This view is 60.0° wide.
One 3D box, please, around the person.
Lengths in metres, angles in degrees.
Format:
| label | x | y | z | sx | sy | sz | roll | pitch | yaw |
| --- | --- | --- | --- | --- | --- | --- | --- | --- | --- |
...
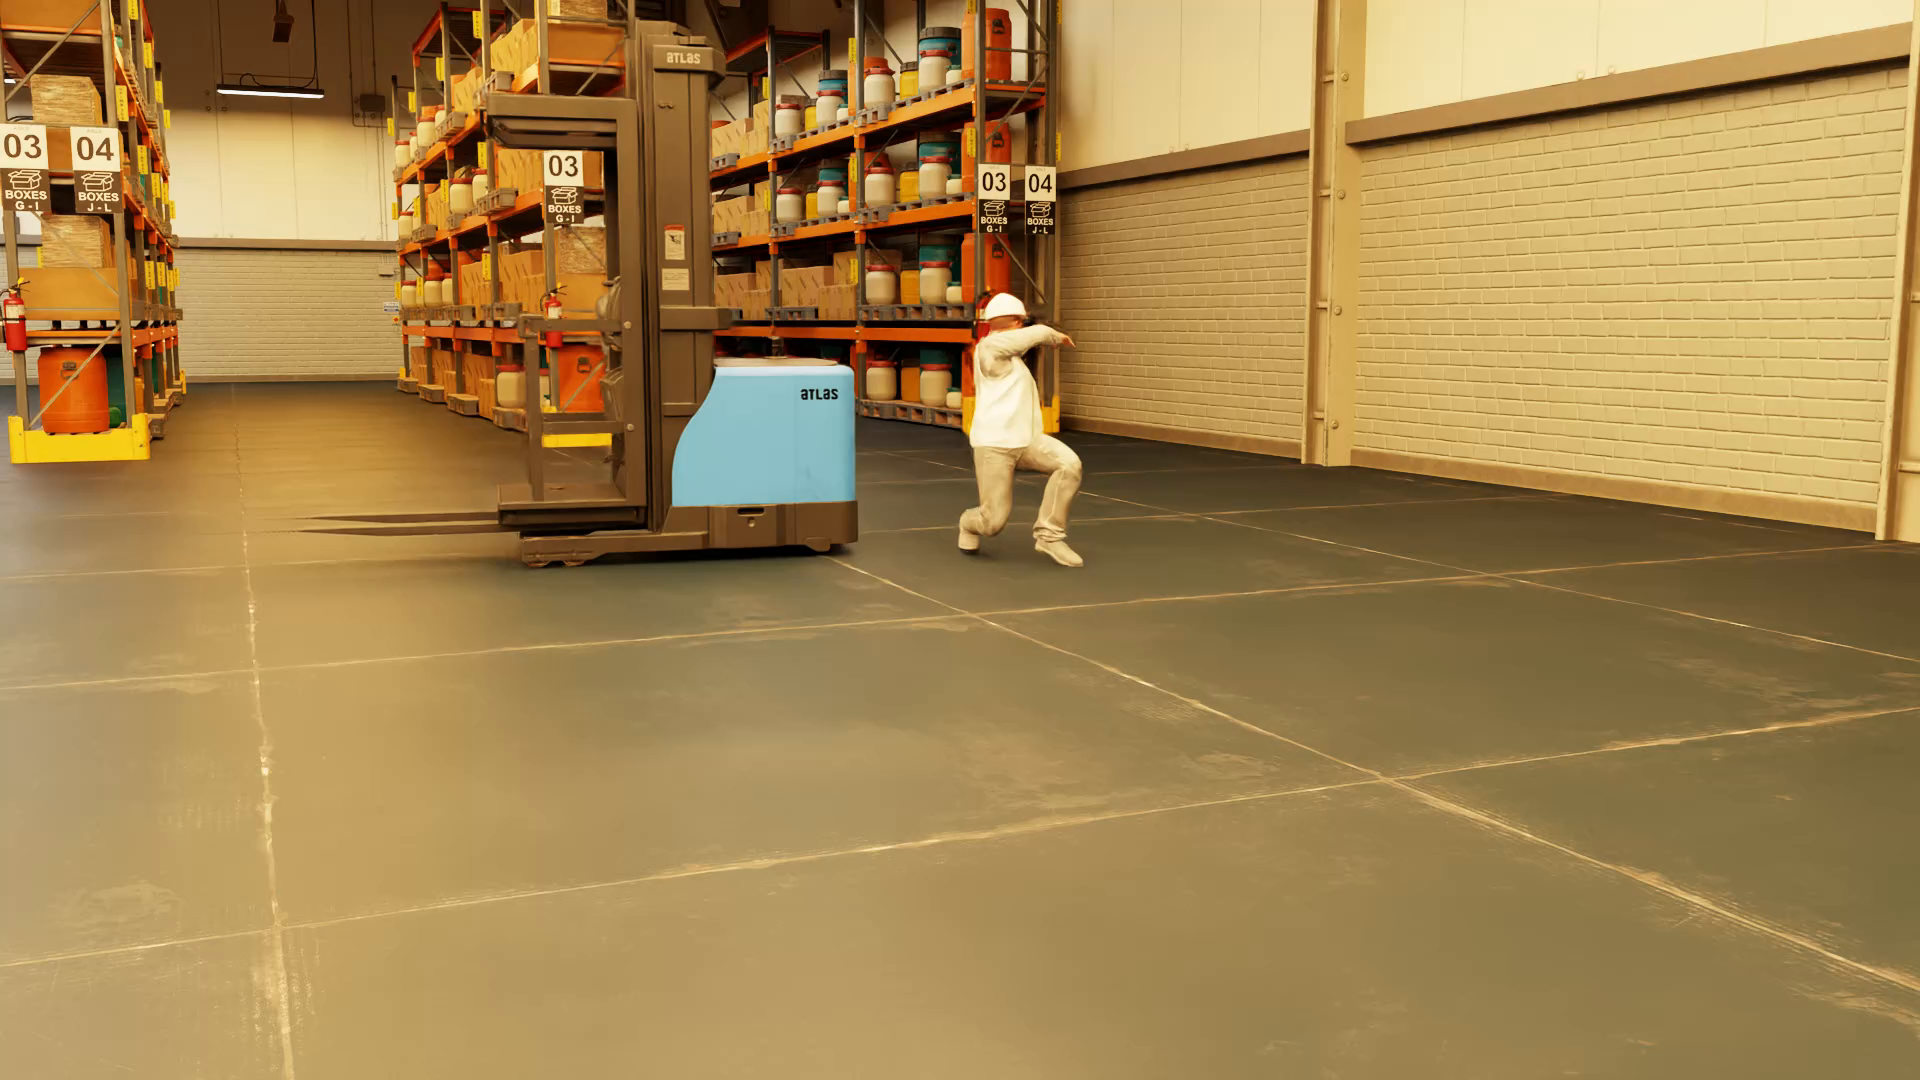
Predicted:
| label | x | y | z | sx | sy | sz | roll | pitch | yaw |
| --- | --- | --- | --- | --- | --- | --- | --- | --- | --- |
| person | 0.425 | -0.644 | 9.381 | 0.976 | 1.482 | 0.888 | 7 | 10 | 41 |

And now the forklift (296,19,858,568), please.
| label | x | y | z | sx | sy | sz | roll | pitch | yaw |
| --- | --- | --- | --- | --- | --- | --- | --- | --- | --- |
| forklift | -2.161 | -1.378 | 9.395 | 3.031 | 2.935 | 1.130 | -2 | 8 | -16 |
